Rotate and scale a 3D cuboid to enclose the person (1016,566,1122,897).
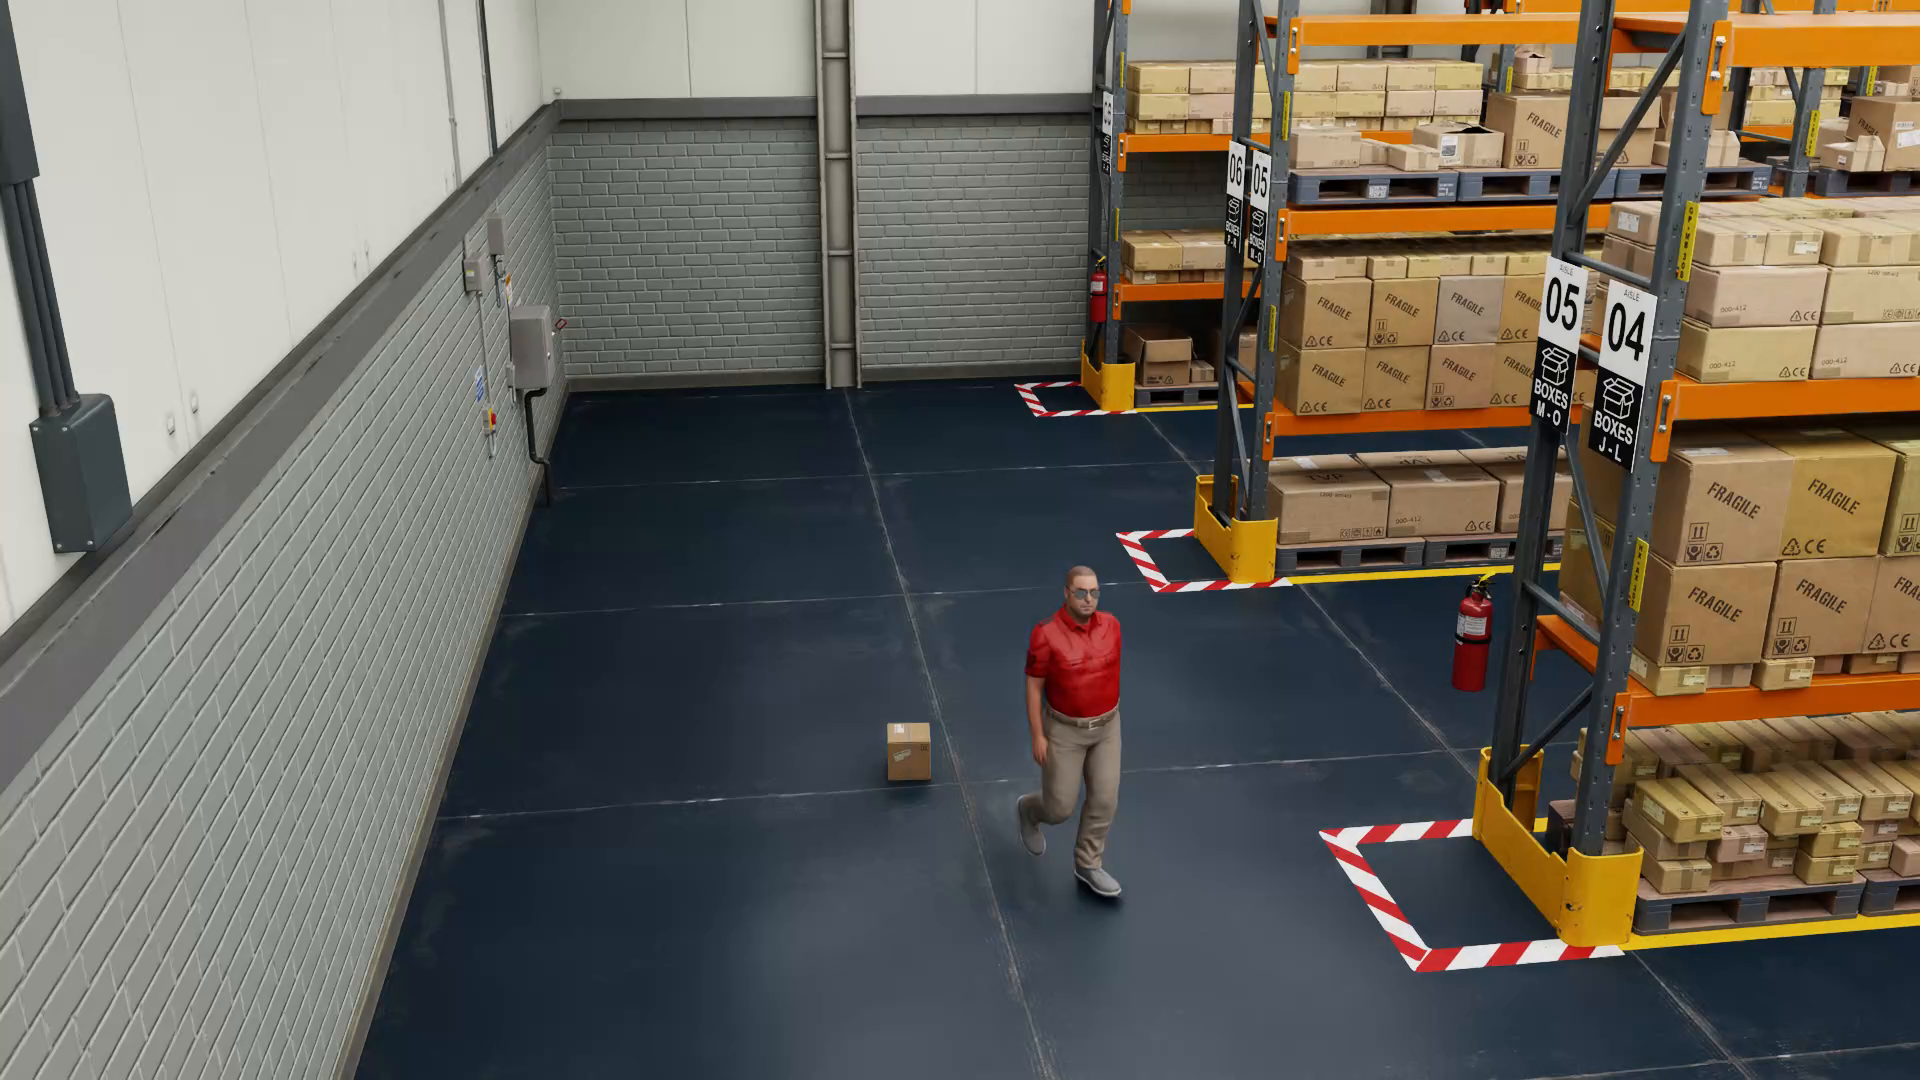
[{"bbox_3d":[0.580,0.941,8.446,0.539,1.696,0.694,-9,22,-24],"label":"person"}]
